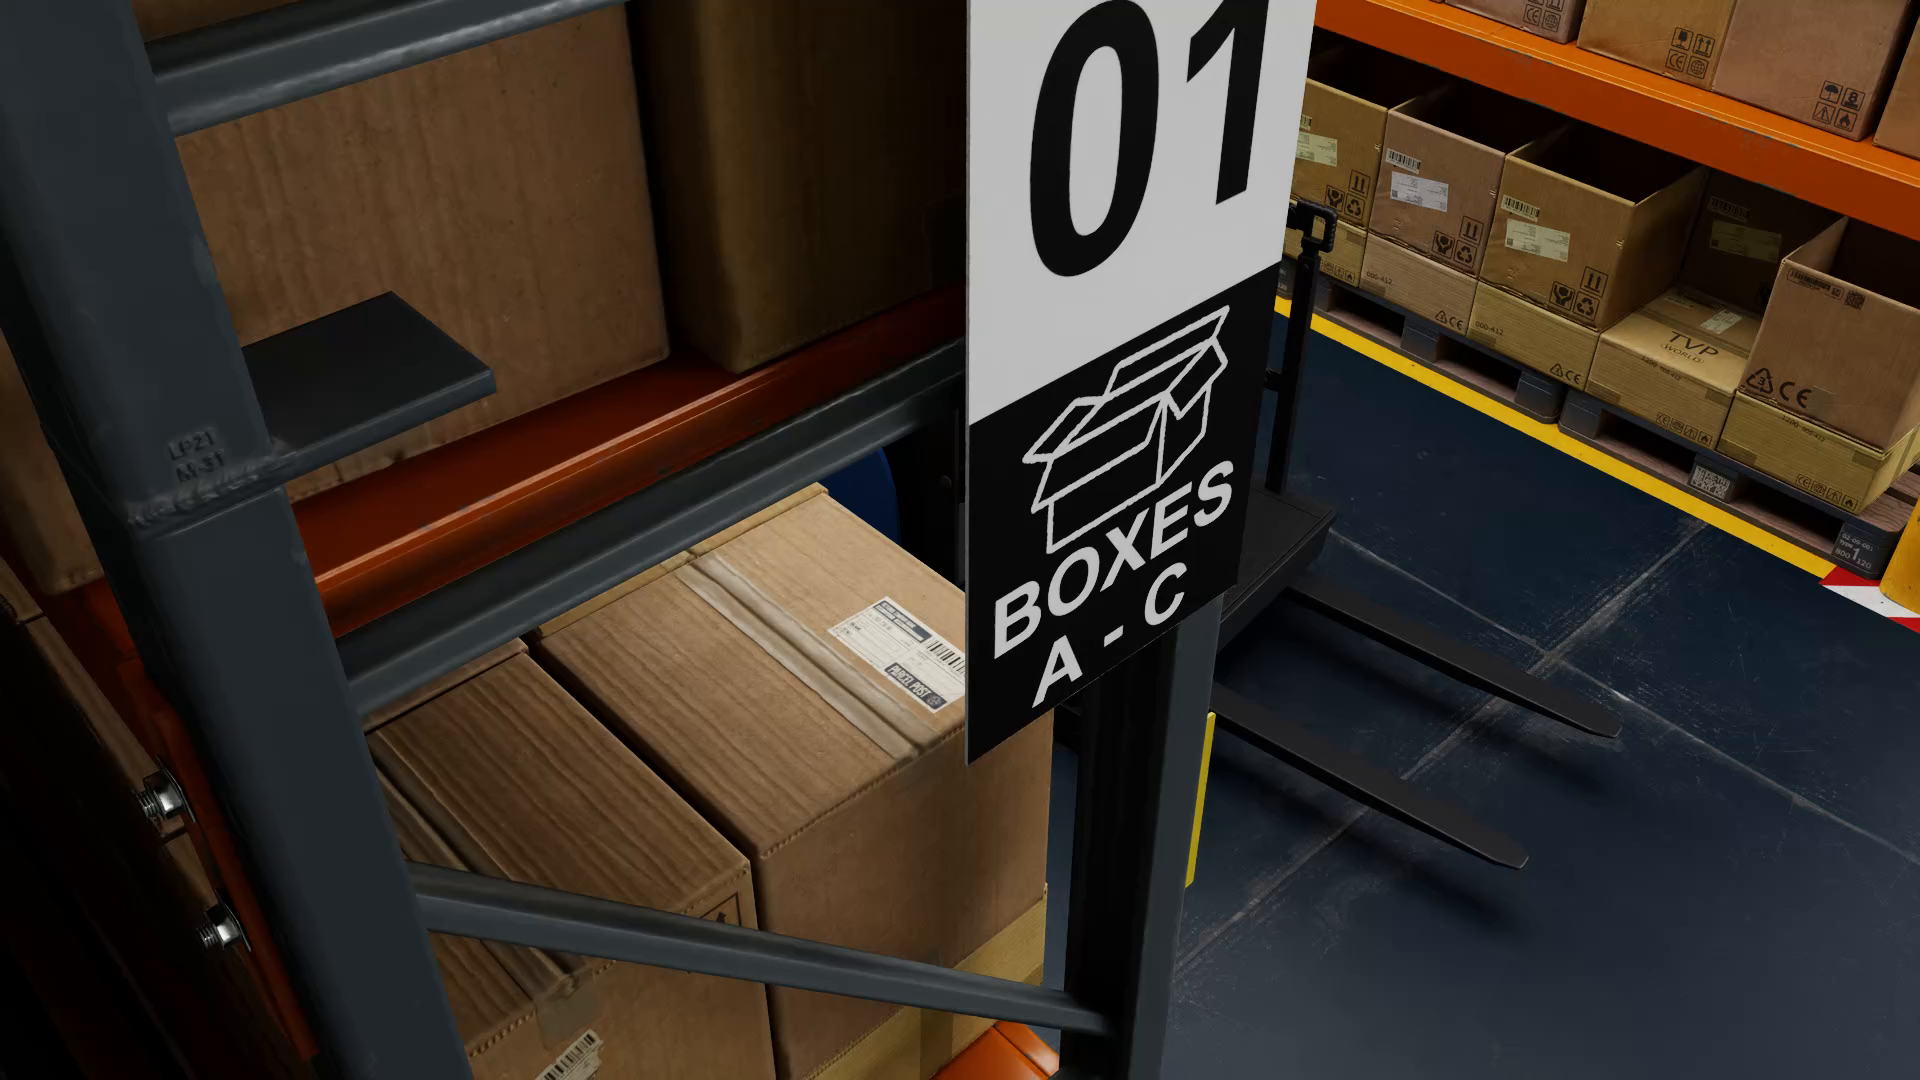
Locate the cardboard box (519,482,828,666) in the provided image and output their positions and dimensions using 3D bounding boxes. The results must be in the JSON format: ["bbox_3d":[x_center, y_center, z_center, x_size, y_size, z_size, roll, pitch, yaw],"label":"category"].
[{"bbox_3d":[-0.547,0.106,2.662,0.500,0.500,0.500,-30,48,-32],"label":"cardboard box"}]

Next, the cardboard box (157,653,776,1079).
[{"bbox_3d":[-0.594,0.560,2.100,0.500,0.500,0.500,-31,48,-32],"label":"cardboard box"}]

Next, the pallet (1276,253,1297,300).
[{"bbox_3d":[1.329,-1.558,7.435,1.003,0.211,1.213,-30,48,-32],"label":"pallet"}]

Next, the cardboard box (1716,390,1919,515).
[{"bbox_3d":[2.947,-0.394,5.629,0.500,0.250,0.500,-30,48,-32],"label":"cardboard box"}]

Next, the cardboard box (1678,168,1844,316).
[{"bbox_3d":[2.989,-1.136,5.951,0.500,0.500,0.500,-30,48,-32],"label":"cardboard box"}]

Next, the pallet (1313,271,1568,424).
[{"bbox_3d":[2.159,-0.993,6.736,1.003,0.211,1.213,-30,48,-32],"label":"pallet"}]

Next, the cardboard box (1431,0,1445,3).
[{"bbox_3d":[1.825,-2.390,6.166,0.700,0.500,0.500,-29,47,-31],"label":"cardboard box"}]

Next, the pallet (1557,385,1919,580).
[{"bbox_3d":[2.979,-0.429,6.037,1.003,0.211,1.213,-30,48,-32],"label":"pallet"}]

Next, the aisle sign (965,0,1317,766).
[{"bbox_3d":[0.151,-0.176,1.436,0.394,0.787,0.004,-30,48,-32],"label":"aisle sign"}]

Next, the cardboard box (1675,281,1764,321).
[{"bbox_3d":[2.988,-0.844,6.186,0.500,0.250,0.500,-30,48,-32],"label":"cardboard box"}]

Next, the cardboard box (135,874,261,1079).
[{"bbox_3d":[-0.936,0.610,2.636,0.500,0.250,0.500,-29,47,-31],"label":"cardboard box"}]

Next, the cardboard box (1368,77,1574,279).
[{"bbox_3d":[1.921,-1.373,6.245,0.500,0.500,0.500,-30,48,-32],"label":"cardboard box"}]

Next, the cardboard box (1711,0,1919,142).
[{"bbox_3d":[2.862,-1.679,5.286,0.700,0.500,0.500,-29,47,-31],"label":"cardboard box"}]

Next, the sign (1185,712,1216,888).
[{"bbox_3d":[0.281,0.362,2.150,0.100,0.325,0.005,-30,48,-32],"label":"sign"}]

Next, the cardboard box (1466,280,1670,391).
[{"bbox_3d":[2.261,-0.851,6.195,0.500,0.250,0.500,-30,48,-32],"label":"cardboard box"}]

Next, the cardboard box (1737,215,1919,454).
[{"bbox_3d":[2.946,-0.685,5.392,0.500,0.500,0.500,-30,48,-32],"label":"cardboard box"}]

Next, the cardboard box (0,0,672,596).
[{"bbox_3d":[-0.588,-0.370,1.262,0.500,0.500,0.500,-26,46,-29],"label":"cardboard box"}]

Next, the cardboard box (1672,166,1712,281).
[{"bbox_3d":[2.641,-1.362,6.231,0.500,0.500,0.500,-30,48,-32],"label":"cardboard box"}]

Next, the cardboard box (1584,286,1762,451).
[{"bbox_3d":[2.600,-0.620,5.909,0.500,0.250,0.500,-30,48,-32],"label":"cardboard box"}]

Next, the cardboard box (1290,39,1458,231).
[{"bbox_3d":[1.582,-1.604,6.530,0.500,0.500,0.500,-30,48,-32],"label":"cardboard box"}]

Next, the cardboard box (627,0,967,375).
[{"bbox_3d":[-0.161,-0.545,1.479,0.500,0.500,0.500,-29,47,-31],"label":"cardboard box"}]

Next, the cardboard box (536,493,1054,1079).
[{"bbox_3d":[-0.220,0.339,2.373,0.500,0.500,0.500,-30,48,-32],"label":"cardboard box"}]

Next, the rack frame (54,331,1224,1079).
[{"bbox_3d":[-0.119,0.929,2.136,1.000,3.000,0.127,-30,48,-32],"label":"rack frame"}]

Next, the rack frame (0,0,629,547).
[{"bbox_3d":[-0.119,-1.405,0.251,1.000,3.000,0.127,-30,48,-32],"label":"rack frame"}]

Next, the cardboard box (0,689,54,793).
[{"bbox_3d":[-1.624,0.147,3.209,0.500,0.250,0.500,-29,47,-31],"label":"cardboard box"}]

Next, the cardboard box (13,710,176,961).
[{"bbox_3d":[-1.280,0.379,2.921,0.500,0.250,0.500,-30,48,-32],"label":"cardboard box"}]

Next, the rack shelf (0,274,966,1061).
[{"bbox_3d":[-1.471,-0.884,2.566,1.077,0.370,4.000,-30,48,-32],"label":"rack shelf"}]

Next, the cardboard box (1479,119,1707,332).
[{"bbox_3d":[2.258,-1.141,5.957,0.500,0.500,0.500,-30,48,-32],"label":"cardboard box"}]

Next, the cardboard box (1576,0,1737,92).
[{"bbox_3d":[2.531,-1.911,5.574,0.700,0.500,0.500,-30,47,-31],"label":"cardboard box"}]

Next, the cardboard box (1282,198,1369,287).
[{"bbox_3d":[1.581,-1.312,6.765,0.500,0.250,0.500,-30,48,-32],"label":"cardboard box"}]

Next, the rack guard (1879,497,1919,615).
[{"bbox_3d":[3.544,-0.194,5.517,1.175,0.500,0.348,-30,48,-32],"label":"rack guard"}]

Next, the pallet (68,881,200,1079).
[{"bbox_3d":[-1.515,1.023,4.239,1.003,0.211,1.213,-30,48,-32],"label":"pallet"}]

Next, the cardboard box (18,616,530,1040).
[{"bbox_3d":[-0.927,0.323,2.393,0.500,0.500,0.500,-29,47,-31],"label":"cardboard box"}]

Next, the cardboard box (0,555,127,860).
[{"bbox_3d":[-1.280,0.086,2.687,0.500,0.500,0.500,-31,48,-33],"label":"cardboard box"}]

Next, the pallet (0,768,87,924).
[{"bbox_3d":[-2.344,0.459,4.938,1.003,0.211,1.213,-30,48,-32],"label":"pallet"}]

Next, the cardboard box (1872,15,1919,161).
[{"bbox_3d":[3.221,-1.438,4.988,0.700,0.500,0.500,-30,48,-32],"label":"cardboard box"}]

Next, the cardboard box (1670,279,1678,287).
[{"bbox_3d":[2.650,-1.075,6.473,0.500,0.250,0.500,-30,48,-32],"label":"cardboard box"}]

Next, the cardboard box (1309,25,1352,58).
[{"bbox_3d":[1.249,-1.839,6.821,0.500,0.500,0.500,-30,48,-32],"label":"cardboard box"}]

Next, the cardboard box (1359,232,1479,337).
[{"bbox_3d":[1.924,-1.083,6.482,0.500,0.250,0.500,-30,48,-32],"label":"cardboard box"}]

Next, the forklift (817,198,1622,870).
[{"bbox_3d":[0.485,-0.888,4.441,3.031,2.935,1.130,27,46,30],"label":"forklift"}]

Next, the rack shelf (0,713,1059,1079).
[{"bbox_3d":[-1.471,0.283,3.508,1.077,0.370,4.000,-30,48,-32],"label":"rack shelf"}]

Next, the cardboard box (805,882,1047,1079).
[{"bbox_3d":[-0.215,0.619,2.624,0.500,0.250,0.500,-31,48,-33],"label":"cardboard box"}]

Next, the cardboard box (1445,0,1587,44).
[{"bbox_3d":[2.172,-2.153,5.873,0.700,0.500,0.500,-28,47,-31],"label":"cardboard box"}]
